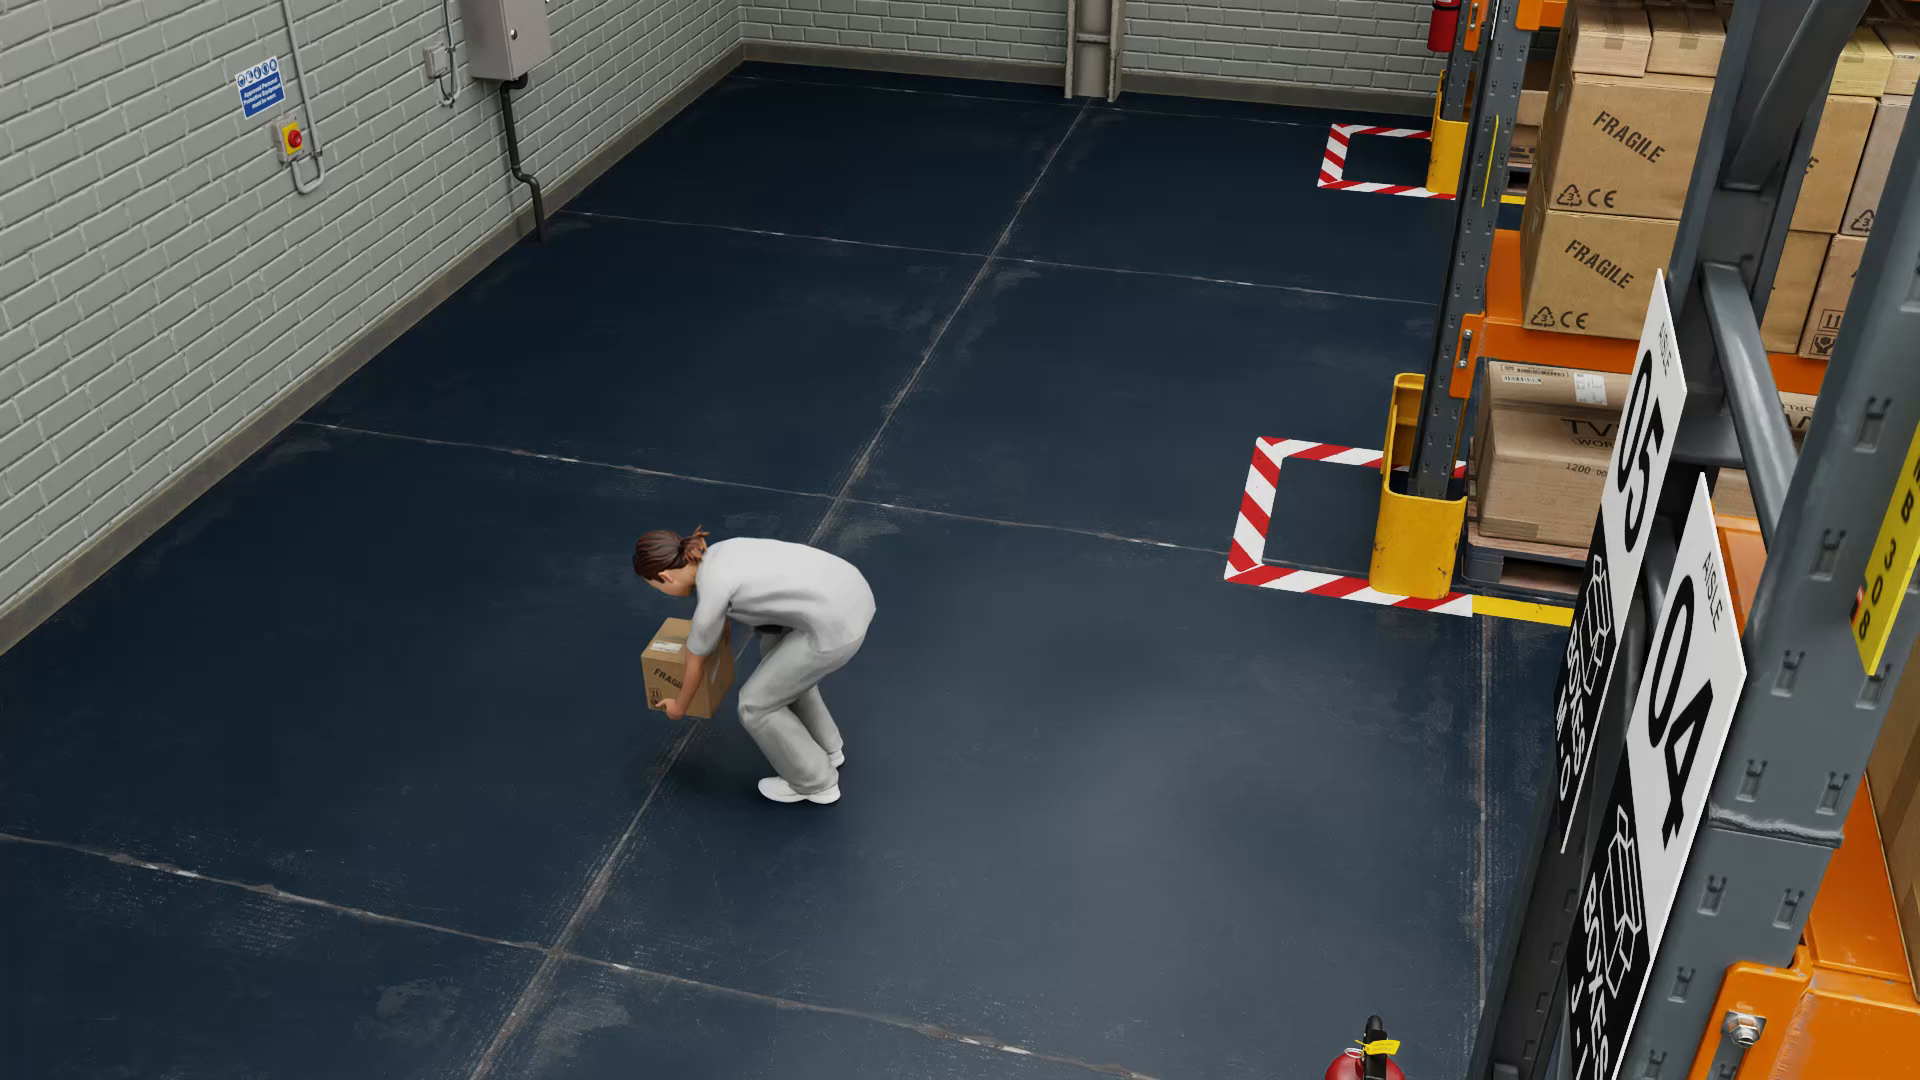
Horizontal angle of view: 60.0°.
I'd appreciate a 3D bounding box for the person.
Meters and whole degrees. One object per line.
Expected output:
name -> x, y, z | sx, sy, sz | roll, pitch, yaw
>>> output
person -> -0.736, 0.433, 6.043 | 0.864, 1.054, 0.457 | 6, 33, 10
